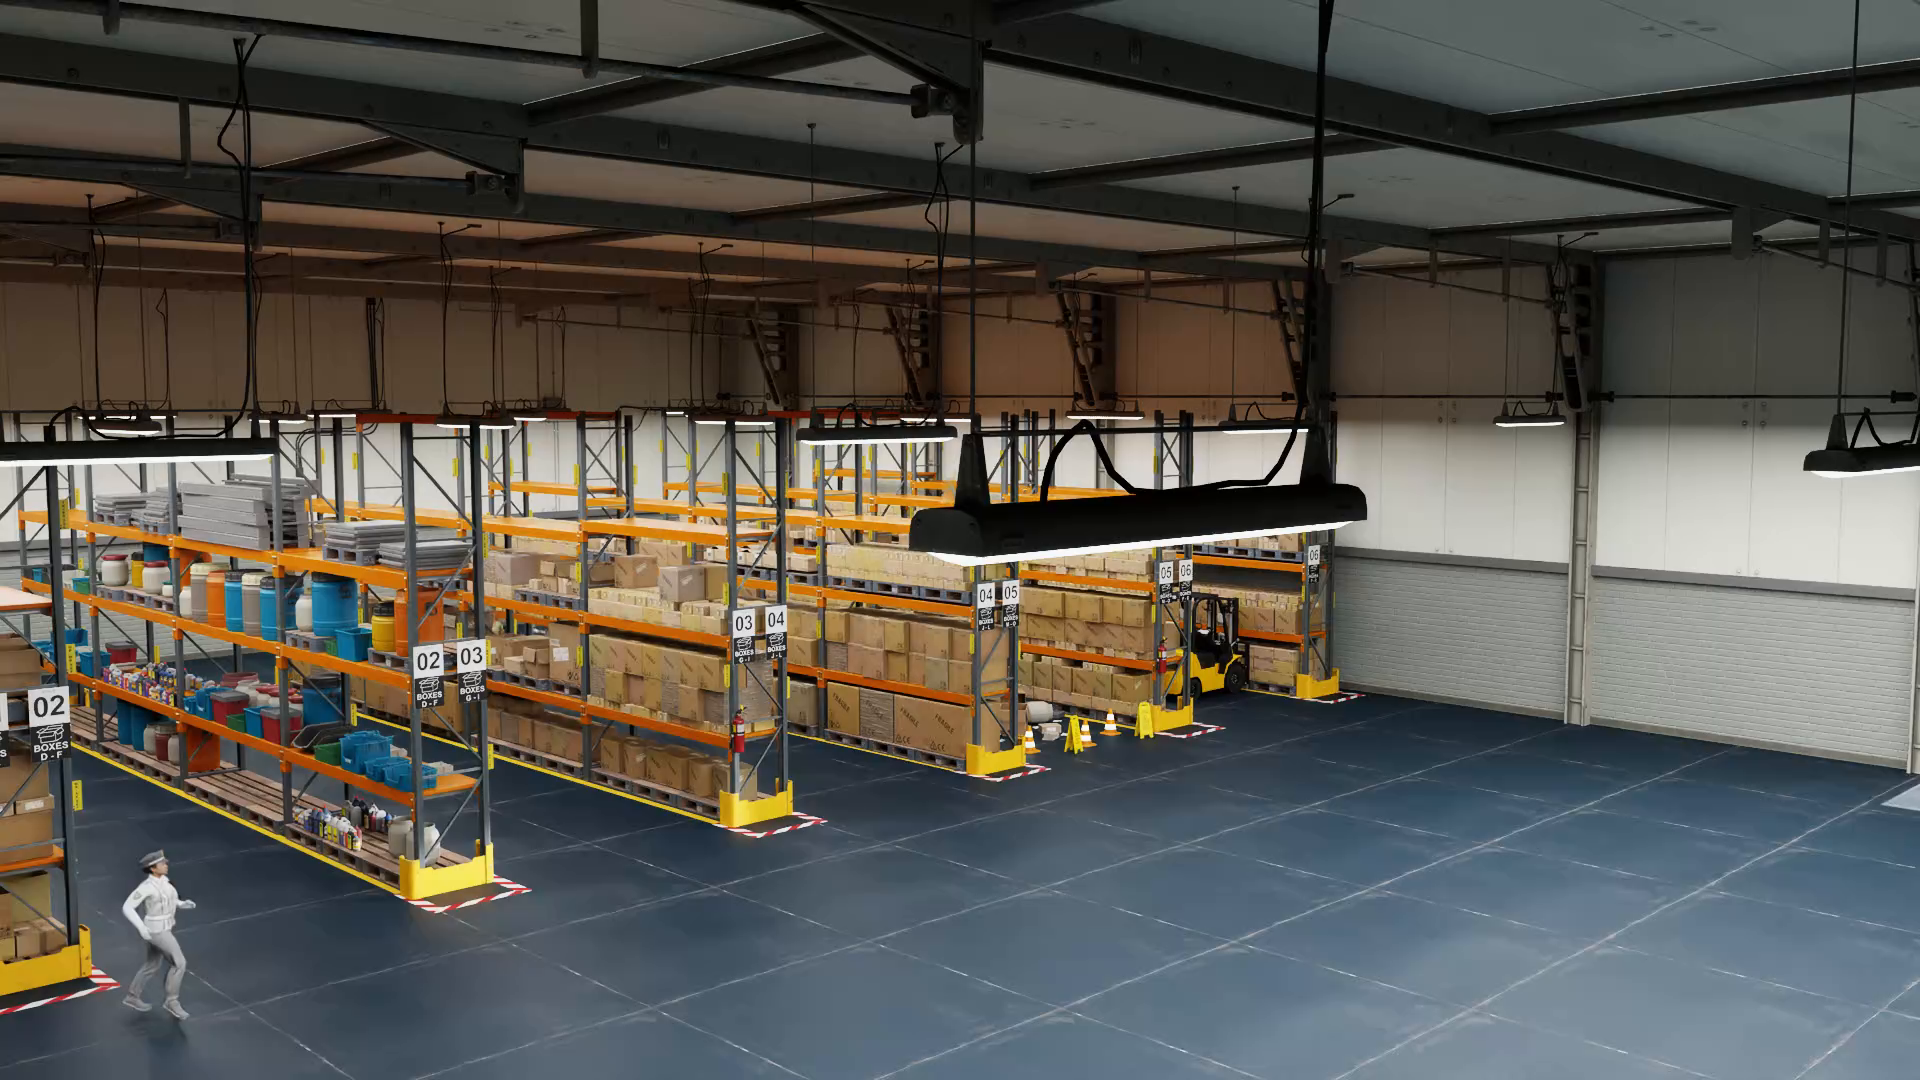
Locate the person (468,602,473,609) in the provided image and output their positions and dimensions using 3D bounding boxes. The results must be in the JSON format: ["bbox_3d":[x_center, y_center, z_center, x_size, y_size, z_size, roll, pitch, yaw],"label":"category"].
[{"bbox_3d":[-11.080,2.222,37.395,0.658,1.858,0.754,-3,6,-35],"label":"person"}]

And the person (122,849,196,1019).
[{"bbox_3d":[-8.170,4.019,16.930,0.748,1.747,0.544,-1,5,-12],"label":"person"}]

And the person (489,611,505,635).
[{"bbox_3d":[-10.266,2.359,36.544,0.593,1.643,0.617,-3,6,-32],"label":"person"}]

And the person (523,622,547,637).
[{"bbox_3d":[-10.627,1.875,41.423,0.825,1.754,0.669,-5,7,-42],"label":"person"}]
